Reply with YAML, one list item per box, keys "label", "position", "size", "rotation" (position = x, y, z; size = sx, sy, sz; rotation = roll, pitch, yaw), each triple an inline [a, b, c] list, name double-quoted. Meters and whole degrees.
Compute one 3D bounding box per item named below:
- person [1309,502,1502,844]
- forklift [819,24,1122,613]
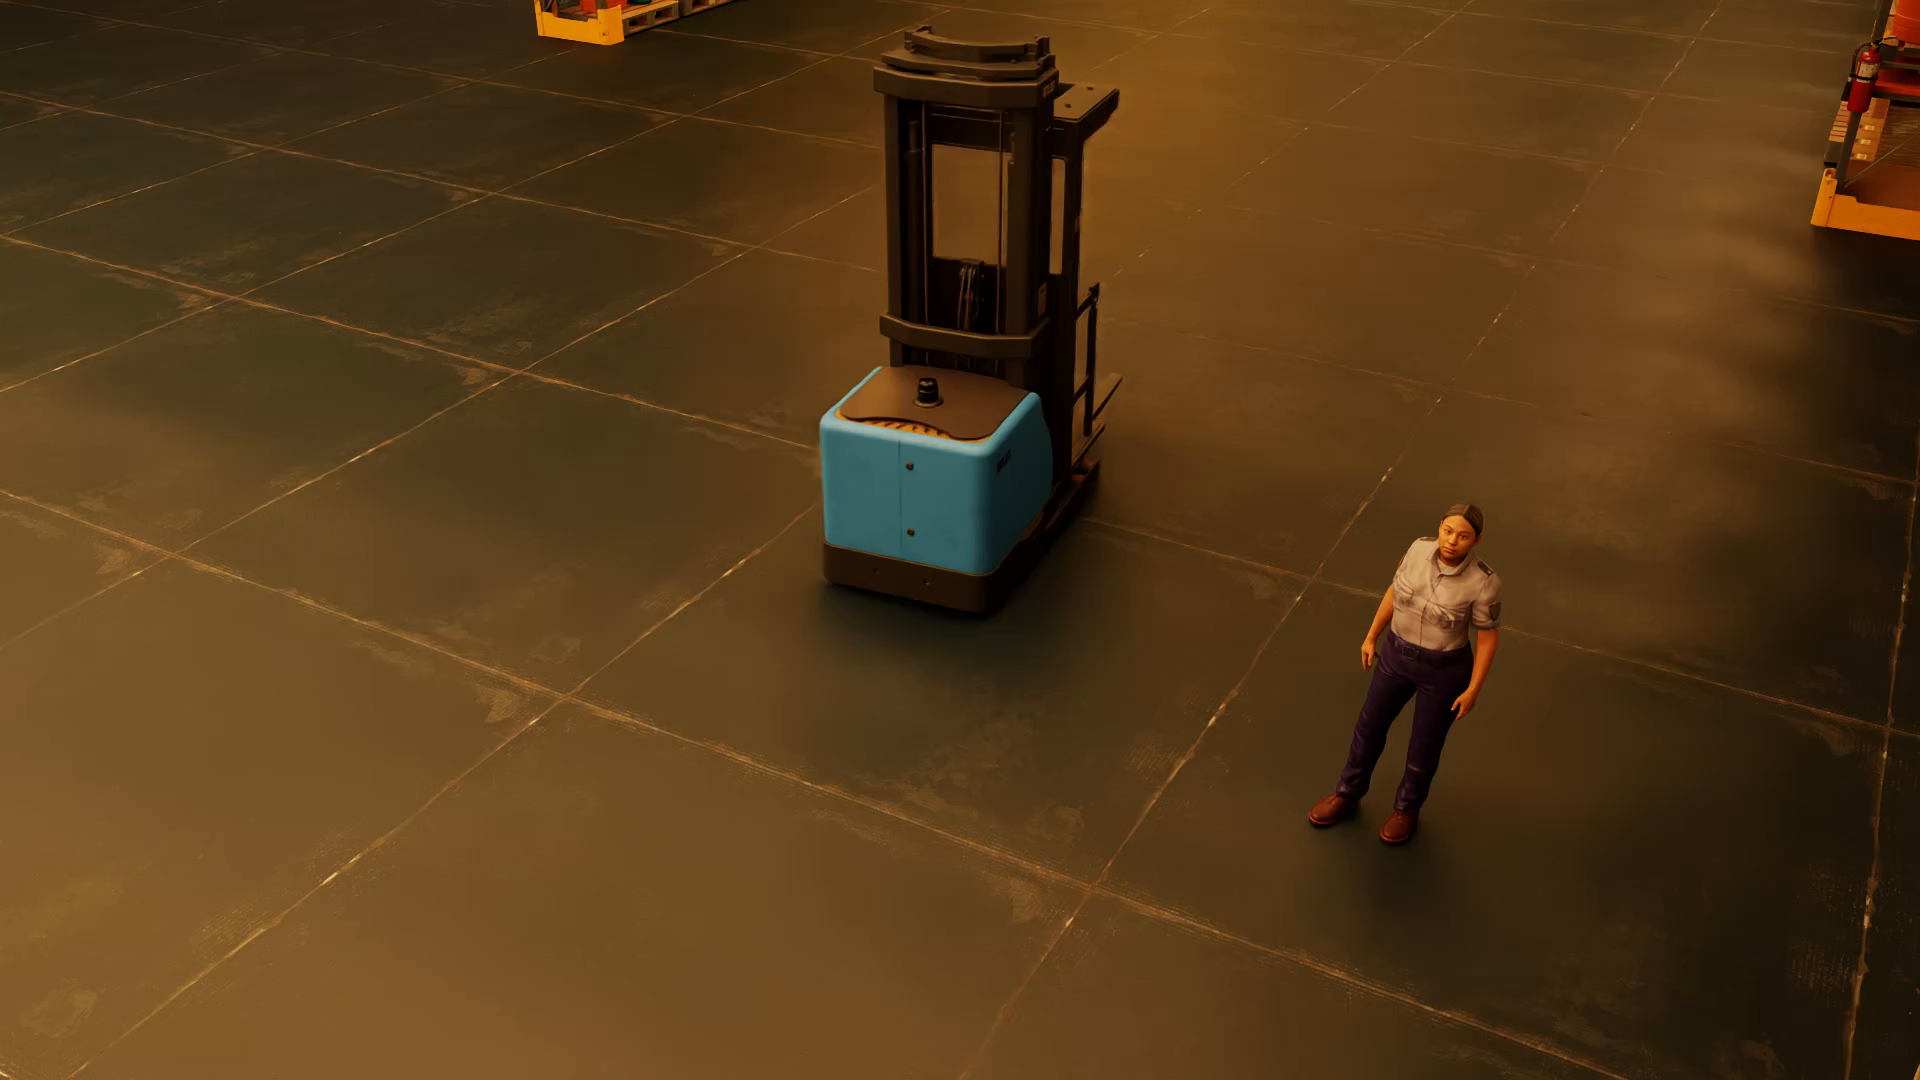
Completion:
- label: "person"
  position: [1.981, 0.598, 7.305]
  size: [0.597, 1.651, 0.503]
  rotation: [25, 38, 37]
- label: "forklift"
  position: [0.244, -1.588, 9.822]
  size: [1.130, 2.935, 3.031]
  rotation: [11, 32, 19]
